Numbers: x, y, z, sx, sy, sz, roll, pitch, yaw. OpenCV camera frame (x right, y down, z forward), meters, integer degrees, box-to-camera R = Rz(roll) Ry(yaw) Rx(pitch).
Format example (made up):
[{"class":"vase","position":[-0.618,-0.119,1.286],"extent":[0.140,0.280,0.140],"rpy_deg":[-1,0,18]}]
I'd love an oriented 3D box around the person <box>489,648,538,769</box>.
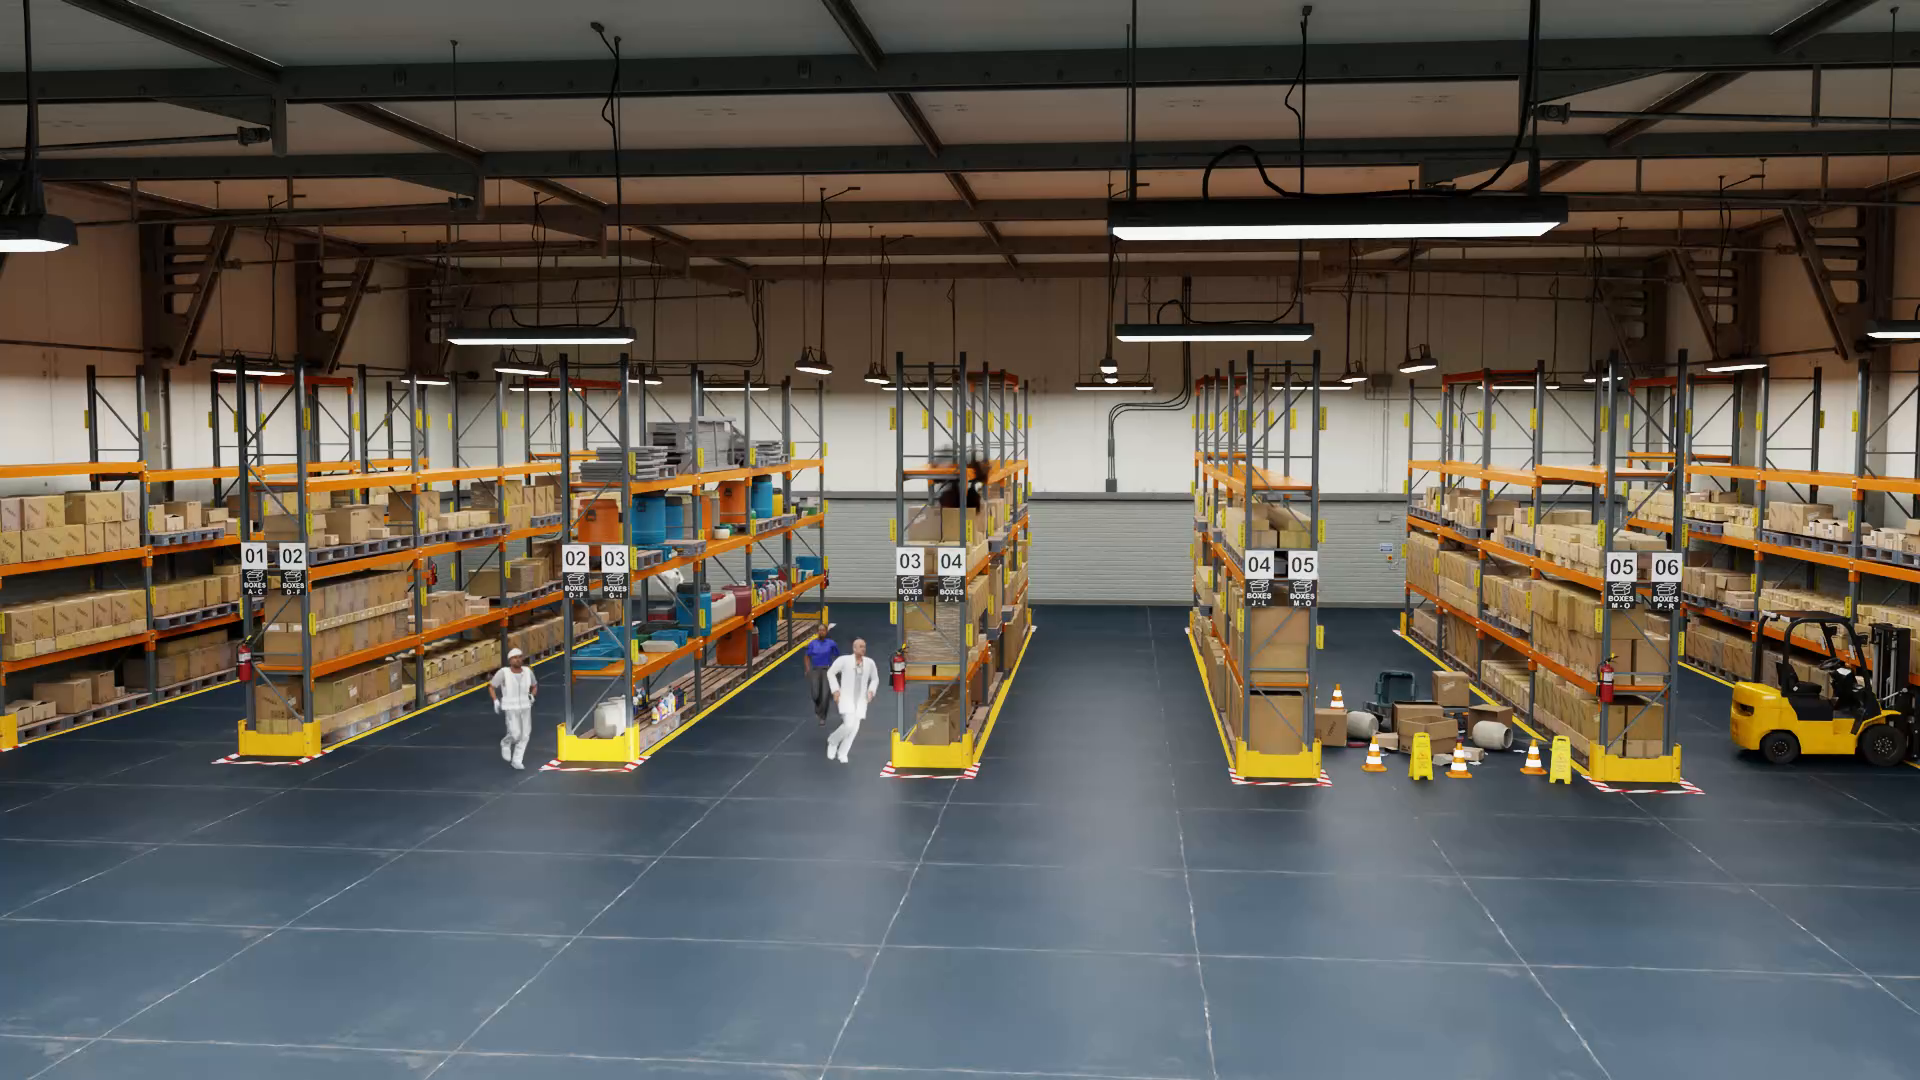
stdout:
[{"class":"person","position":[-6.384,2.433,23.966],"extent":[0.682,1.737,0.592],"rpy_deg":[-3,5,-35]}]

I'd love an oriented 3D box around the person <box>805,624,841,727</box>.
[{"class":"person","position":[-2.175,2.124,26.297],"extent":[0.583,1.615,0.558],"rpy_deg":[0,4,1]}]

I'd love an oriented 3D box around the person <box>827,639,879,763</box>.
[{"class":"person","position":[-1.479,2.254,23.439],"extent":[0.737,1.714,0.591],"rpy_deg":[-2,5,-27]}]

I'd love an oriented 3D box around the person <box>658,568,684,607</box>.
[{"class":"person","position":[-7.165,1.257,41.413],"extent":[0.672,1.608,0.850],"rpy_deg":[-3,5,-39]}]
